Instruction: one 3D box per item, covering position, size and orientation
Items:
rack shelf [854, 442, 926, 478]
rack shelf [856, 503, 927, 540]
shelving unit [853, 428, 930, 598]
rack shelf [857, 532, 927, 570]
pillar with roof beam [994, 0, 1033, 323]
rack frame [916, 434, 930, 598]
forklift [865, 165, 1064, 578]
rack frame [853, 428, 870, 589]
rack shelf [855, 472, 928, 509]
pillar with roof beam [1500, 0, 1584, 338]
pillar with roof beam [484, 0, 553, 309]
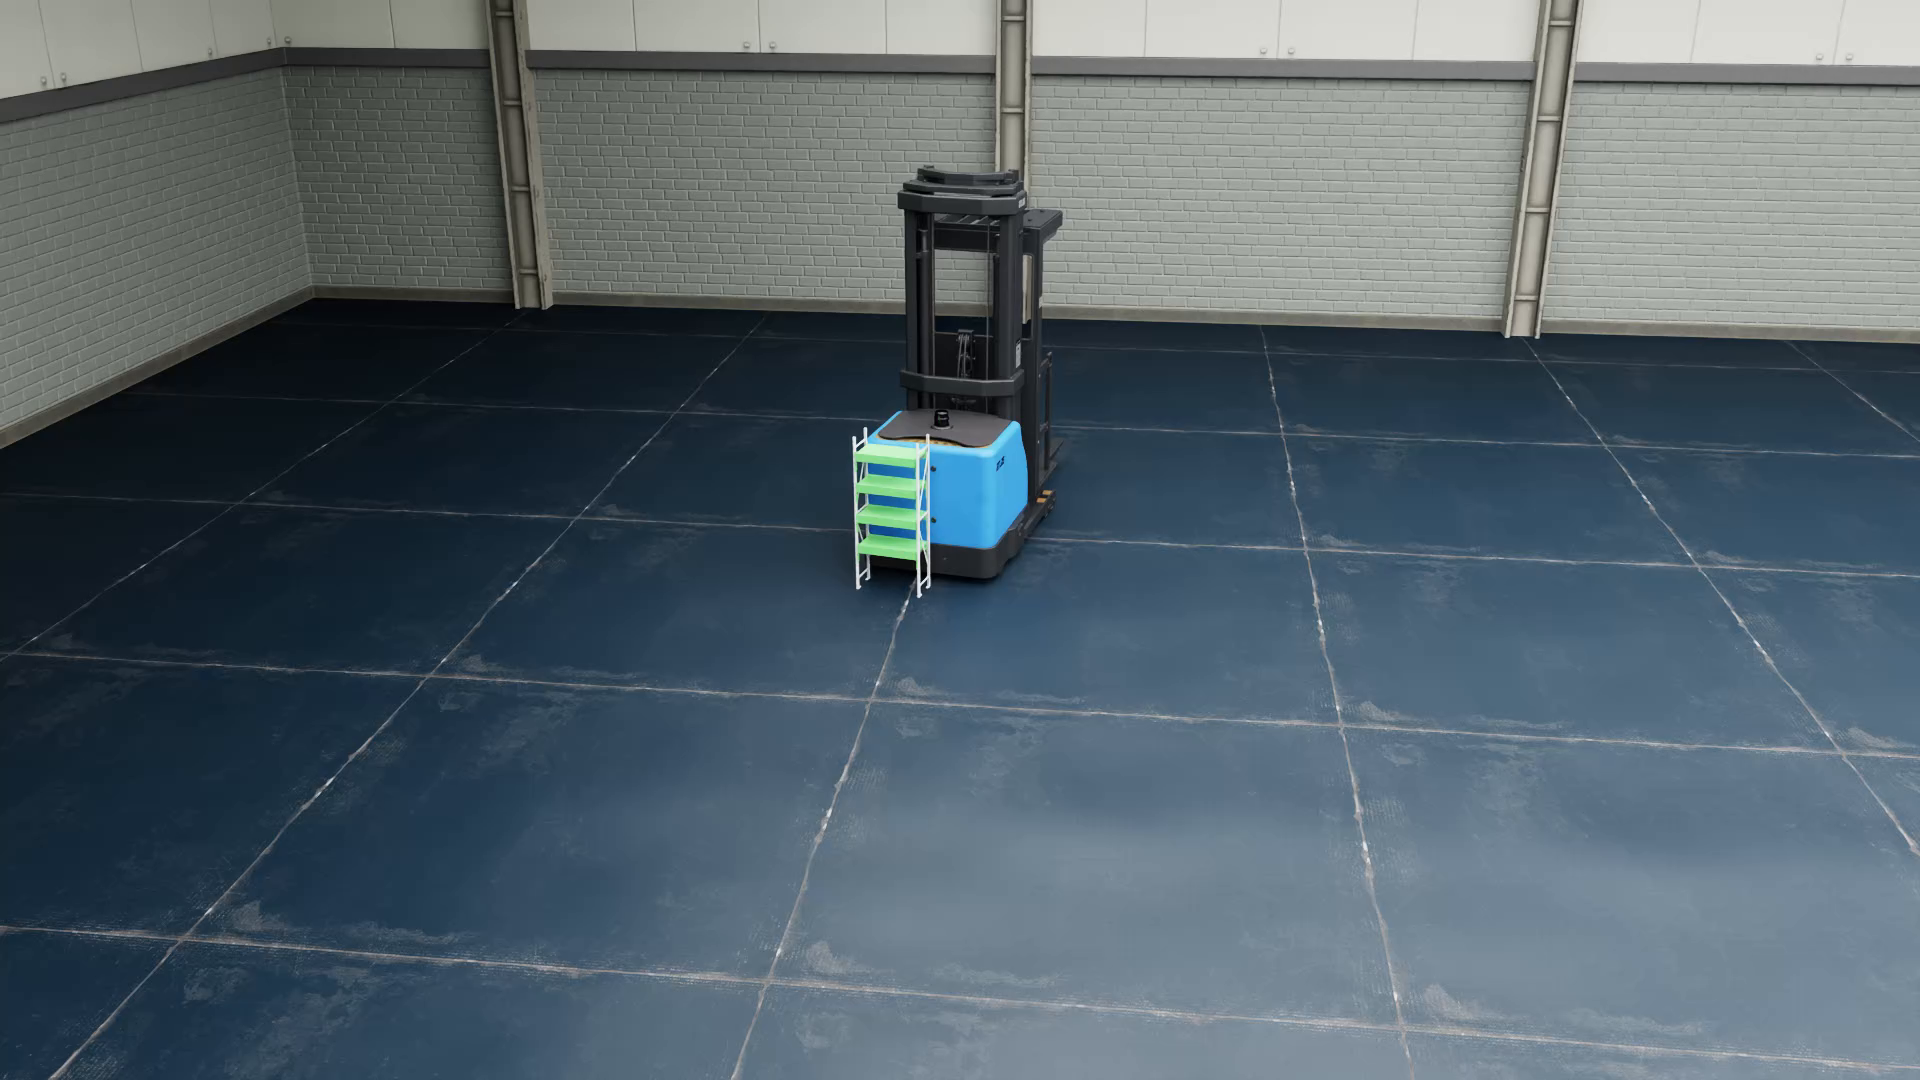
[{"bbox_3d":[-0.502,-0.588,12.162,0.480,0.148,0.258,7,23,17],"label":"rack shelf"},{"bbox_3d":[-0.502,-0.141,12.339,0.480,0.148,0.258,7,23,17],"label":"rack shelf"},{"bbox_3d":[-0.502,-0.201,12.315,0.503,1.200,0.258,7,23,17],"label":"shelving unit"},{"bbox_3d":[-0.502,0.082,12.427,0.480,0.148,0.258,7,23,17],"label":"rack shelf"},{"bbox_3d":[0.115,-5.288,14.575,0.400,9.000,9.100,2,22,6],"label":"pillar with roof beam"},{"bbox_3d":[-0.271,-0.172,12.243,0.015,1.200,0.240,7,23,17],"label":"rack frame"},{"bbox_3d":[0.182,-1.585,13.462,1.130,2.935,3.031,6,22,16],"label":"forklift"},{"bbox_3d":[-0.733,-0.229,12.388,0.015,1.200,0.240,7,23,17],"label":"rack frame"},{"bbox_3d":[-0.502,-0.364,12.251,0.480,0.148,0.258,7,23,17],"label":"rack shelf"},{"bbox_3d":[6.073,-5.028,13.919,0.400,9.000,9.100,2,22,6],"label":"pillar with roof beam"},{"bbox_3d":[-5.843,-5.547,15.232,0.400,9.000,9.100,2,22,6],"label":"pillar with roof beam"}]
